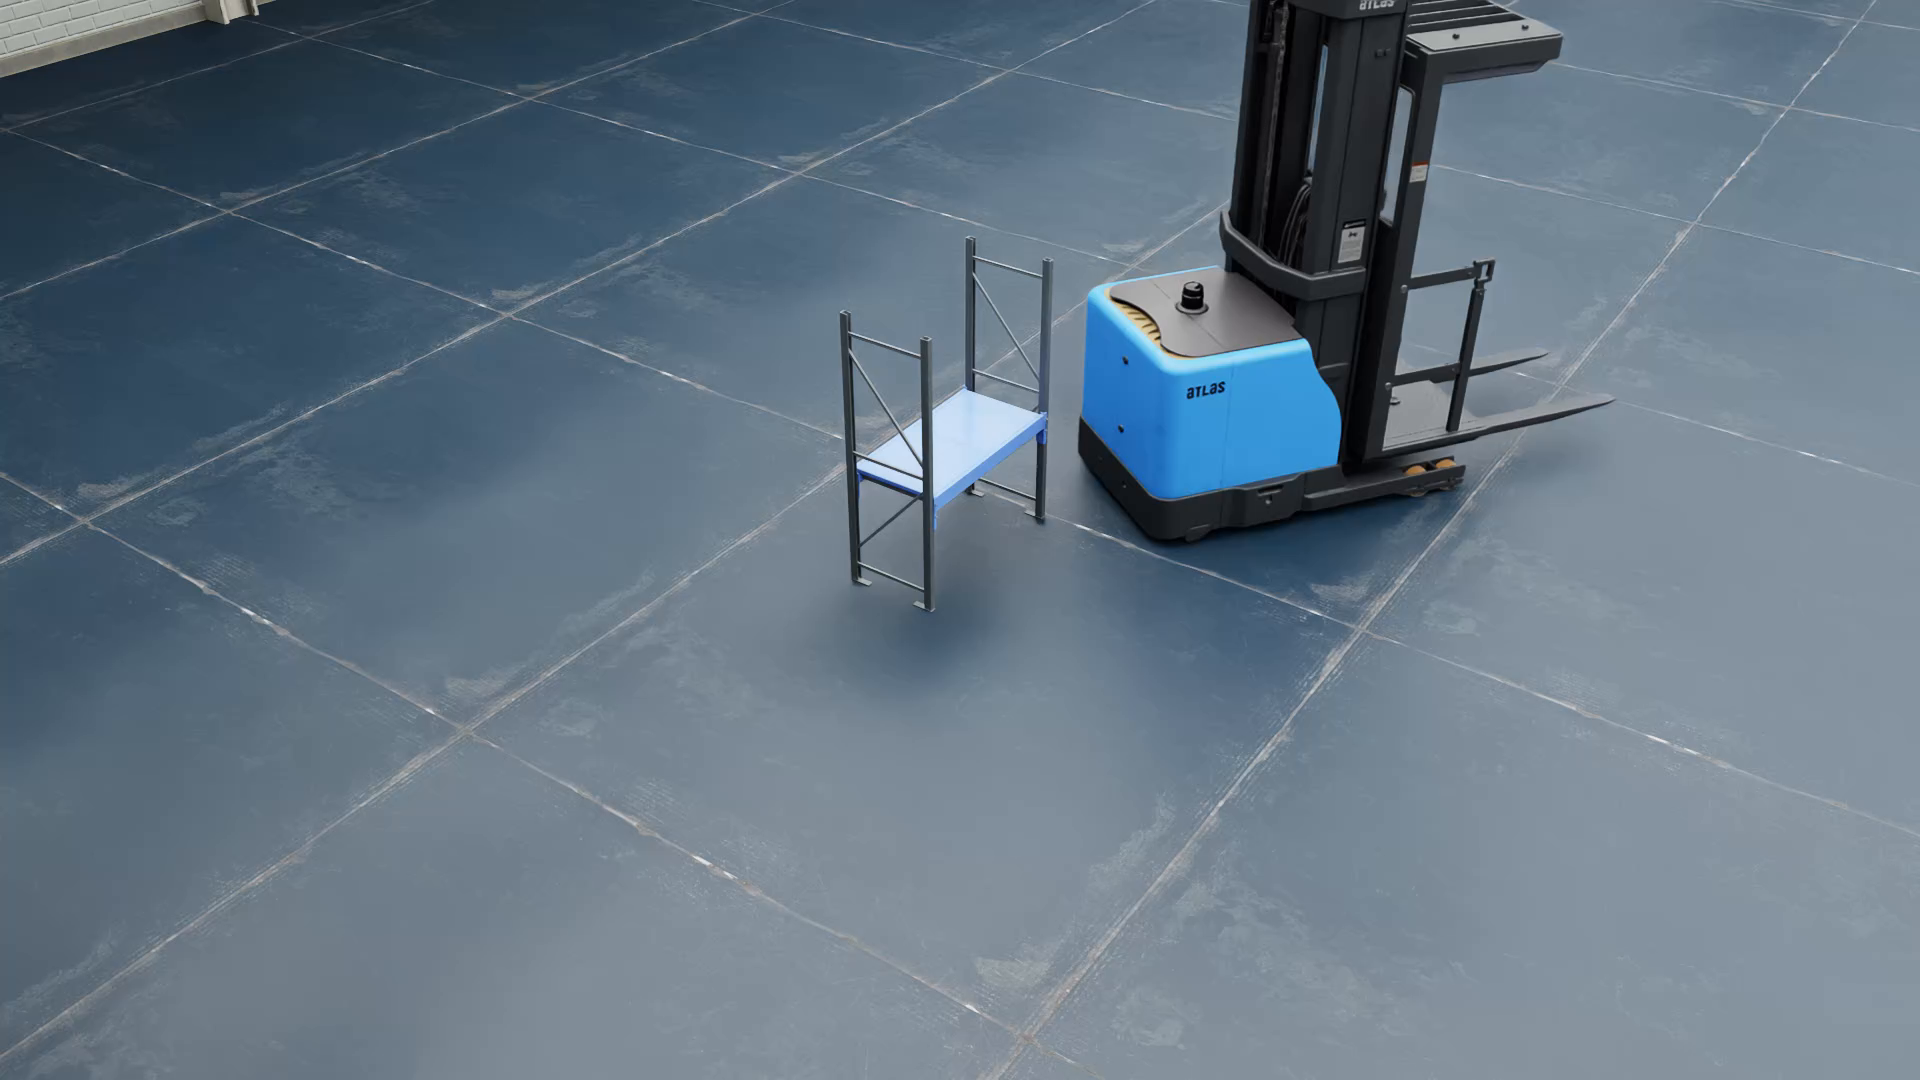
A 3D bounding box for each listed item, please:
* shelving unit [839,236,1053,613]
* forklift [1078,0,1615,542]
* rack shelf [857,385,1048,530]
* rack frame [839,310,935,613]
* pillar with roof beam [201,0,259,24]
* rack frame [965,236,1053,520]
[{"bbox_3d":[-0.049,-0.582,8.272,0.538,1.500,1.048,21,39,28],"label":"shelving unit"},{"bbox_3d":[2.234,-1.714,8.668,3.031,2.935,1.130,-12,36,-17],"label":"forklift"},{"bbox_3d":[-0.049,-0.433,8.373,0.538,0.185,1.000,21,39,28],"label":"rack shelf"},{"bbox_3d":[-0.338,-0.348,7.926,0.500,1.500,0.032,21,39,28],"label":"rack frame"},{"bbox_3d":[-3.623,-7.506,11.816,9.100,9.000,0.400,21,39,28],"label":"pillar with roof beam"},{"bbox_3d":[0.241,-0.816,8.618,0.500,1.500,0.032,21,39,28],"label":"rack frame"}]
